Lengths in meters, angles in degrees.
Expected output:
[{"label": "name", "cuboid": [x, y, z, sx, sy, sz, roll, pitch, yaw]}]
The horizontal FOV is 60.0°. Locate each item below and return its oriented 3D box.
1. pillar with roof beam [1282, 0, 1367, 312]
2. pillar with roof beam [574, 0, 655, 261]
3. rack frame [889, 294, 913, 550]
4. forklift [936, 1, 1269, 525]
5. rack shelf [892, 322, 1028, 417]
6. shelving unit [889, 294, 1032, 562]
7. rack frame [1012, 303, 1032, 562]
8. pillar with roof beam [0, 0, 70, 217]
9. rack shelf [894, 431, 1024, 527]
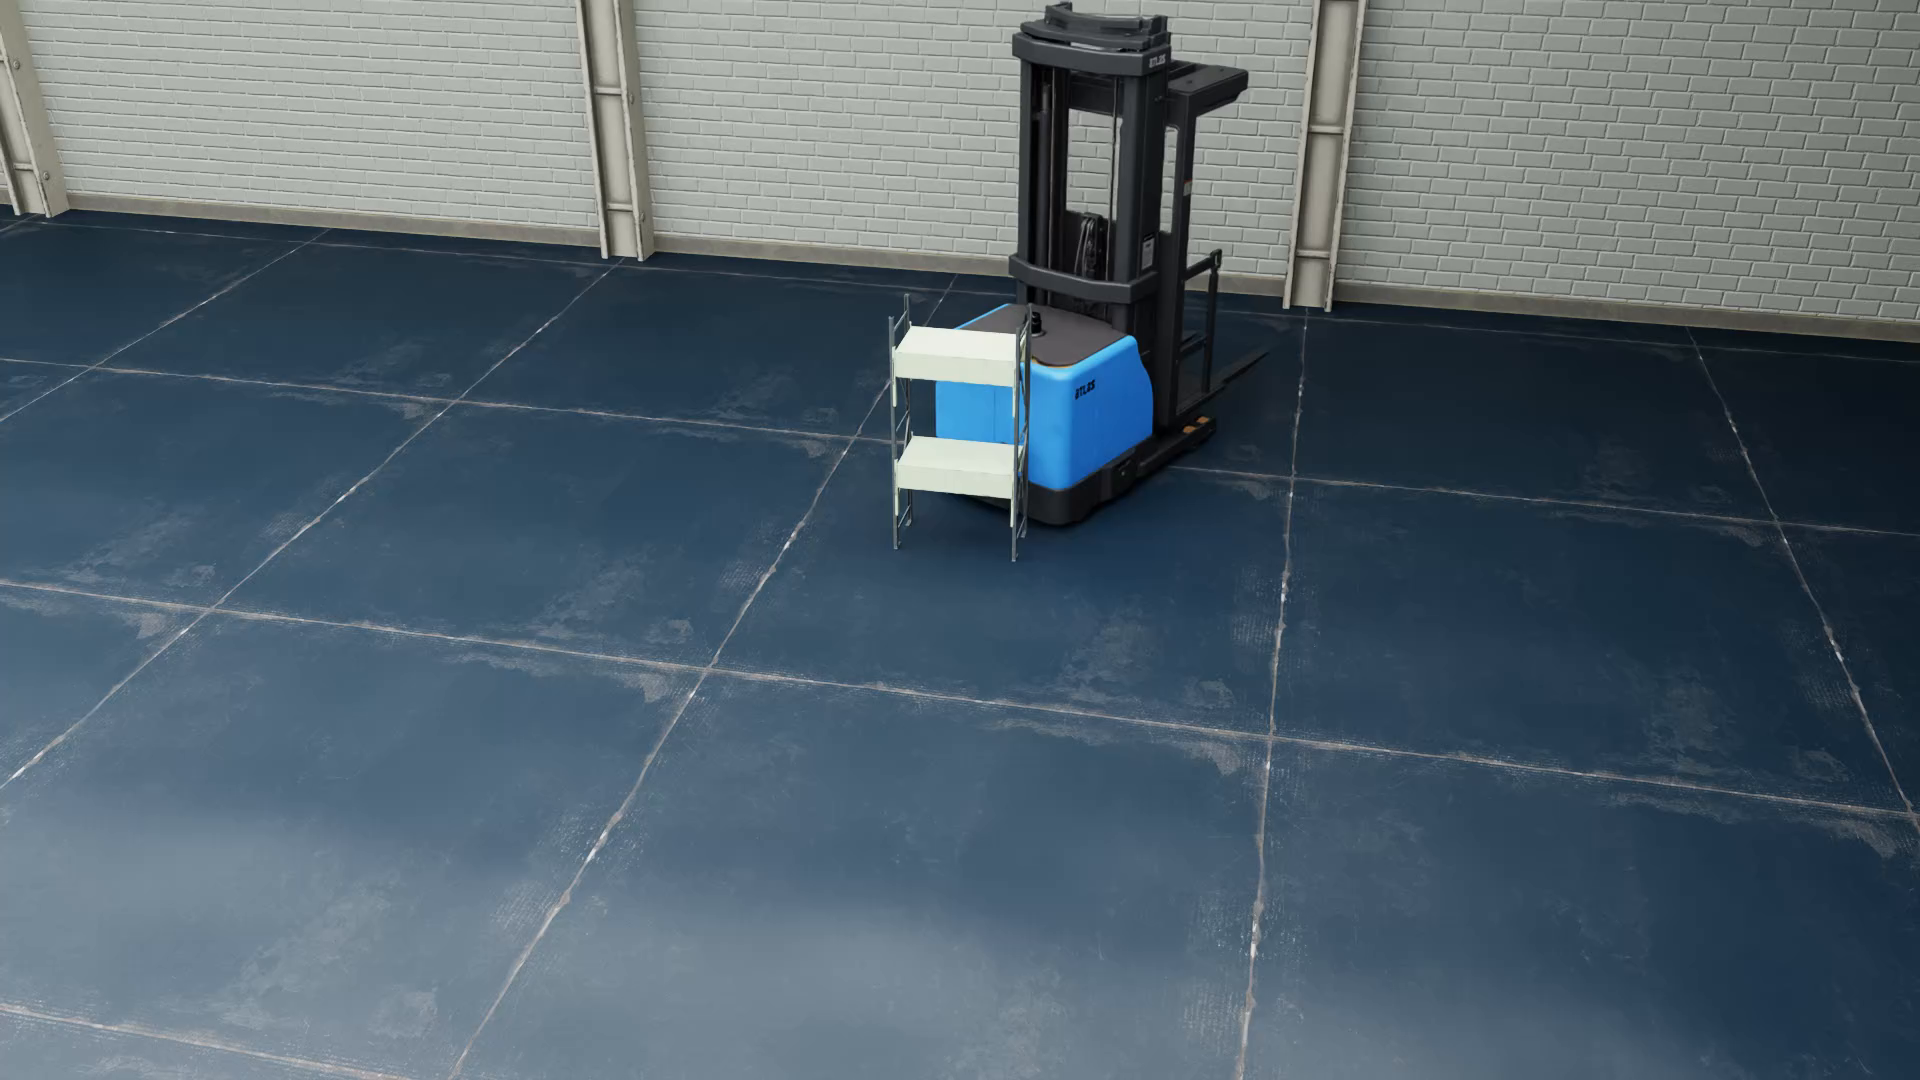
[{"label": "pillar with roof beam", "cuboid": [1.994, -3.895, 7.993, 0.400, 9.000, 9.100, 6, 29, 11]}, {"label": "pillar with roof beam", "cuboid": [-3.873, -4.496, 9.092, 0.400, 9.000, 9.100, 6, 29, 11]}, {"label": "rack frame", "cuboid": [-0.351, -0.694, 9.956, 0.023, 1.500, 0.400, 6, 29, 11]}, {"label": "forklift", "cuboid": [1.121, -2.026, 10.898, 1.130, 2.935, 3.031, 20, 34, 32]}, {"label": "rack shelf", "cuboid": [0.007, -1.000, 9.701, 0.720, 0.370, 0.431, 6, 29, 11]}, {"label": "shelving unit", "cuboid": [0.007, -0.657, 9.889, 0.755, 1.500, 0.431, 6, 29, 11]}, {"label": "rack frame", "cuboid": [0.364, -0.620, 9.822, 0.023, 1.500, 0.400, 6, 29, 11]}, {"label": "pillar with roof beam", "cuboid": [-9.741, -5.098, 10.191, 0.400, 9.000, 9.100, 6, 29, 11]}, {"label": "rack shelf", "cuboid": [0.007, -0.371, 10.045, 0.720, 0.370, 0.431, 6, 29, 11]}]
